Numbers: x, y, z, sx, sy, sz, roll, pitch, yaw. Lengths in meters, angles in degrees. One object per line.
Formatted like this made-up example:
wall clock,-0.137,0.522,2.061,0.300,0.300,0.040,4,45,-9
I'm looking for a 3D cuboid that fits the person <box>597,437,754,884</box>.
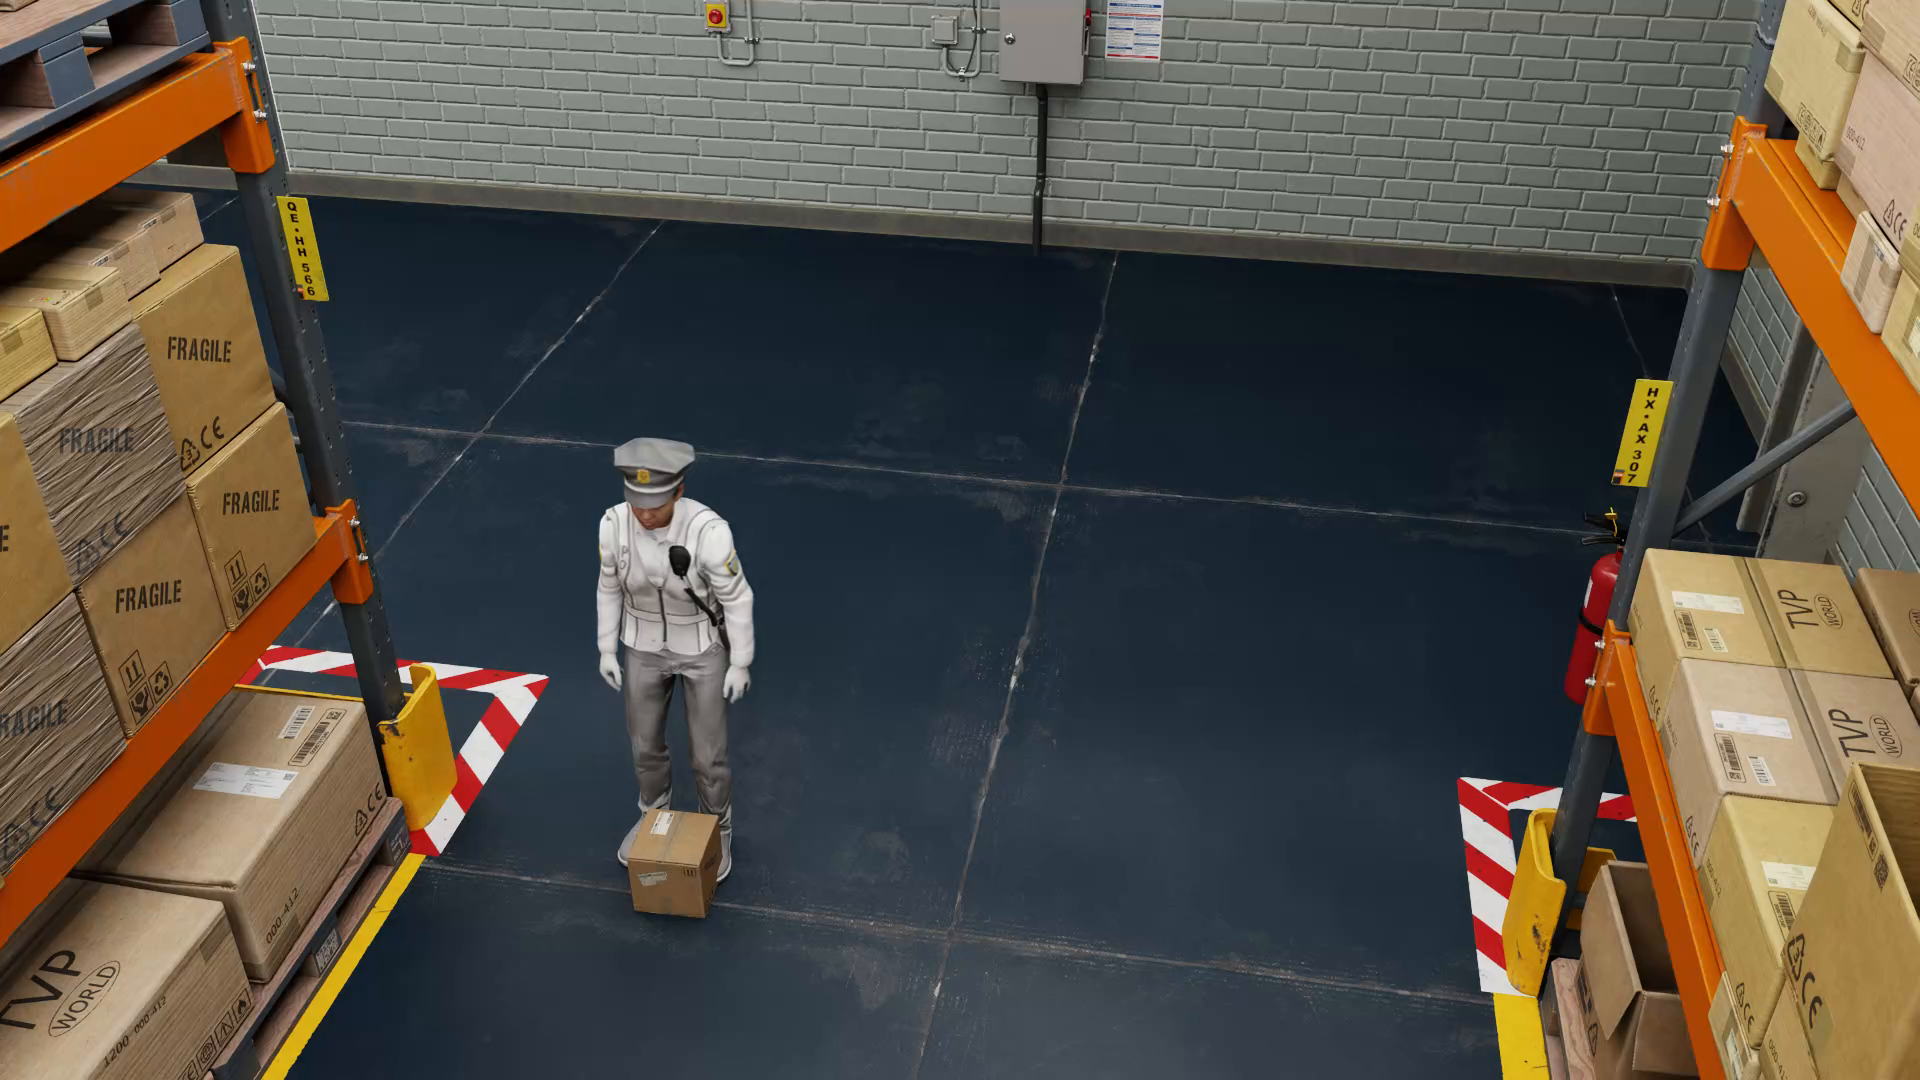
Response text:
person,-0.944,0.396,5.515,0.532,1.663,0.404,5,33,8
